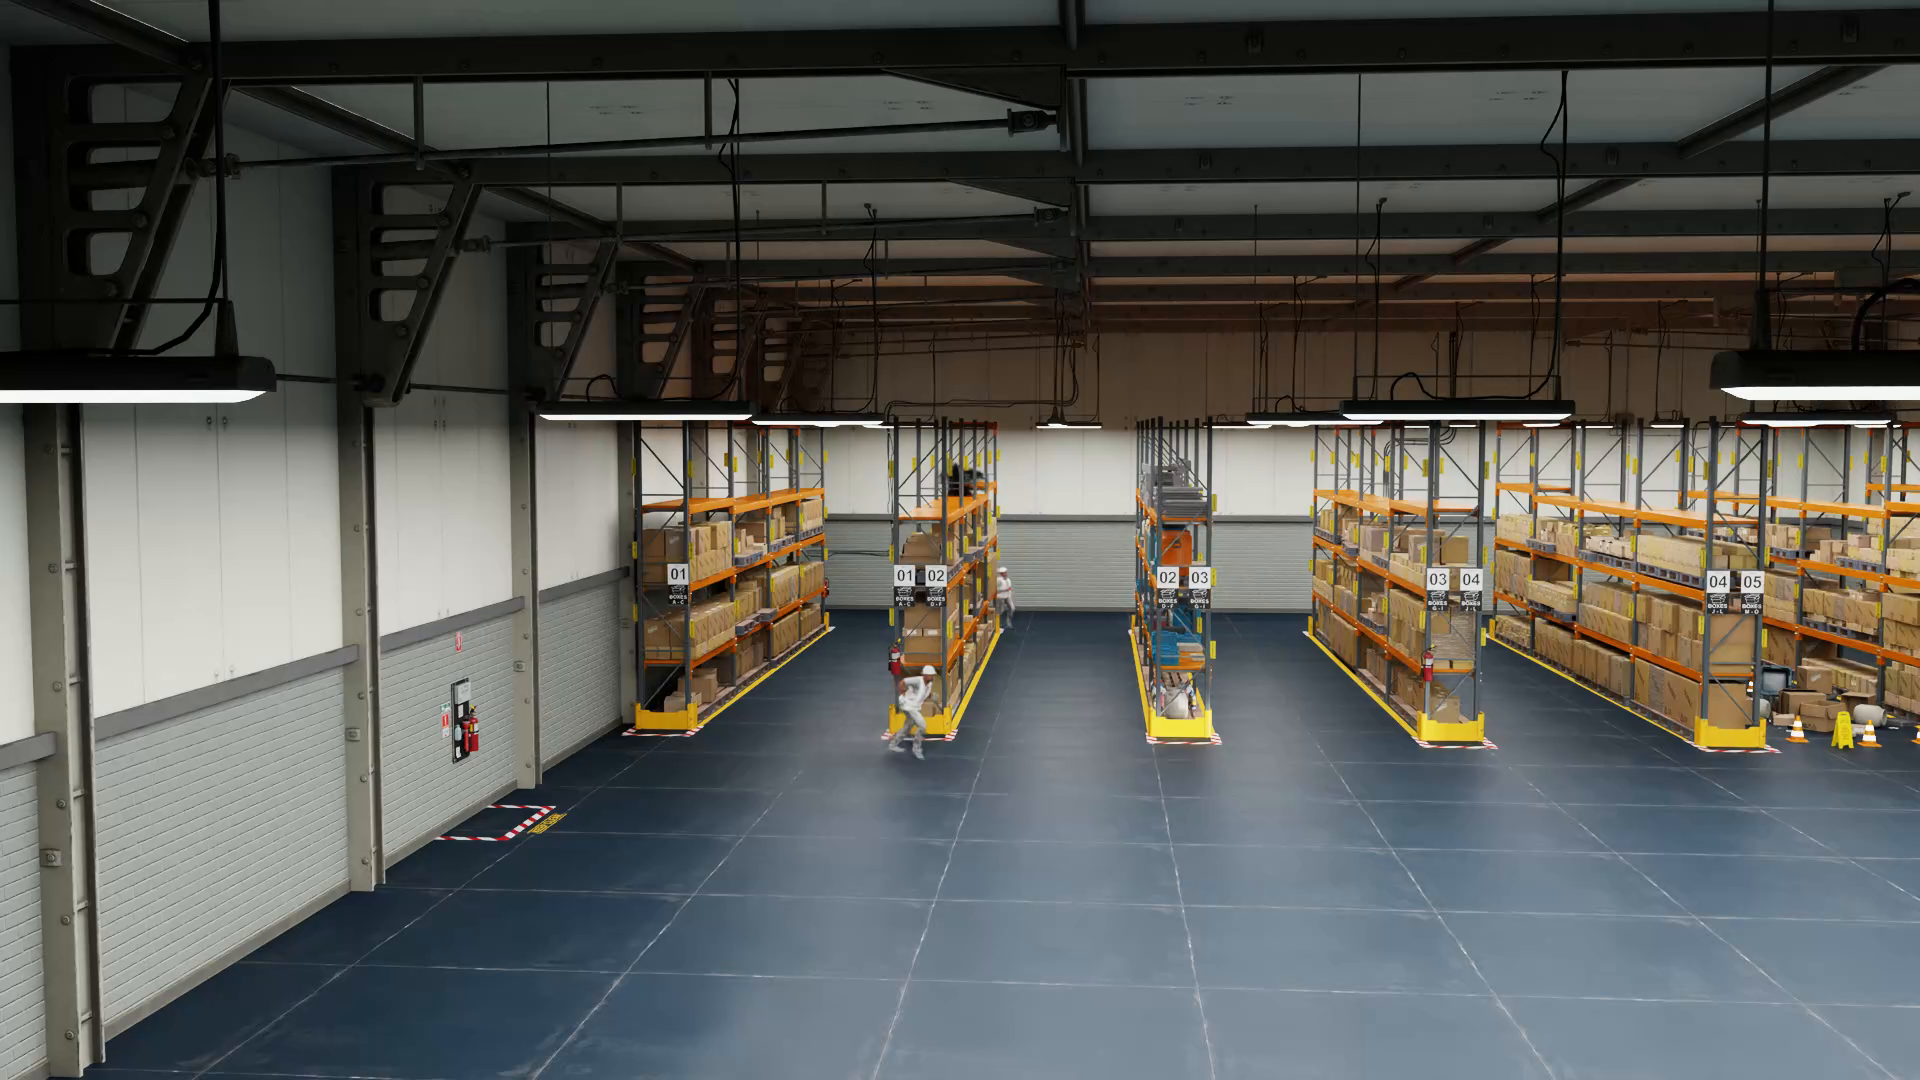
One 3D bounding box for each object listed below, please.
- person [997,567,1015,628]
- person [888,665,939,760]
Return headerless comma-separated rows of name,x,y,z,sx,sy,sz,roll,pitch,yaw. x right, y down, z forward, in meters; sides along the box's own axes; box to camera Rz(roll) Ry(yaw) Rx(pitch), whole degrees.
person,1.277,1.697,48.457,0.633,1.821,0.735,-3,5,-41
person,-0.850,3.018,29.080,1.007,1.708,0.729,2,4,30
